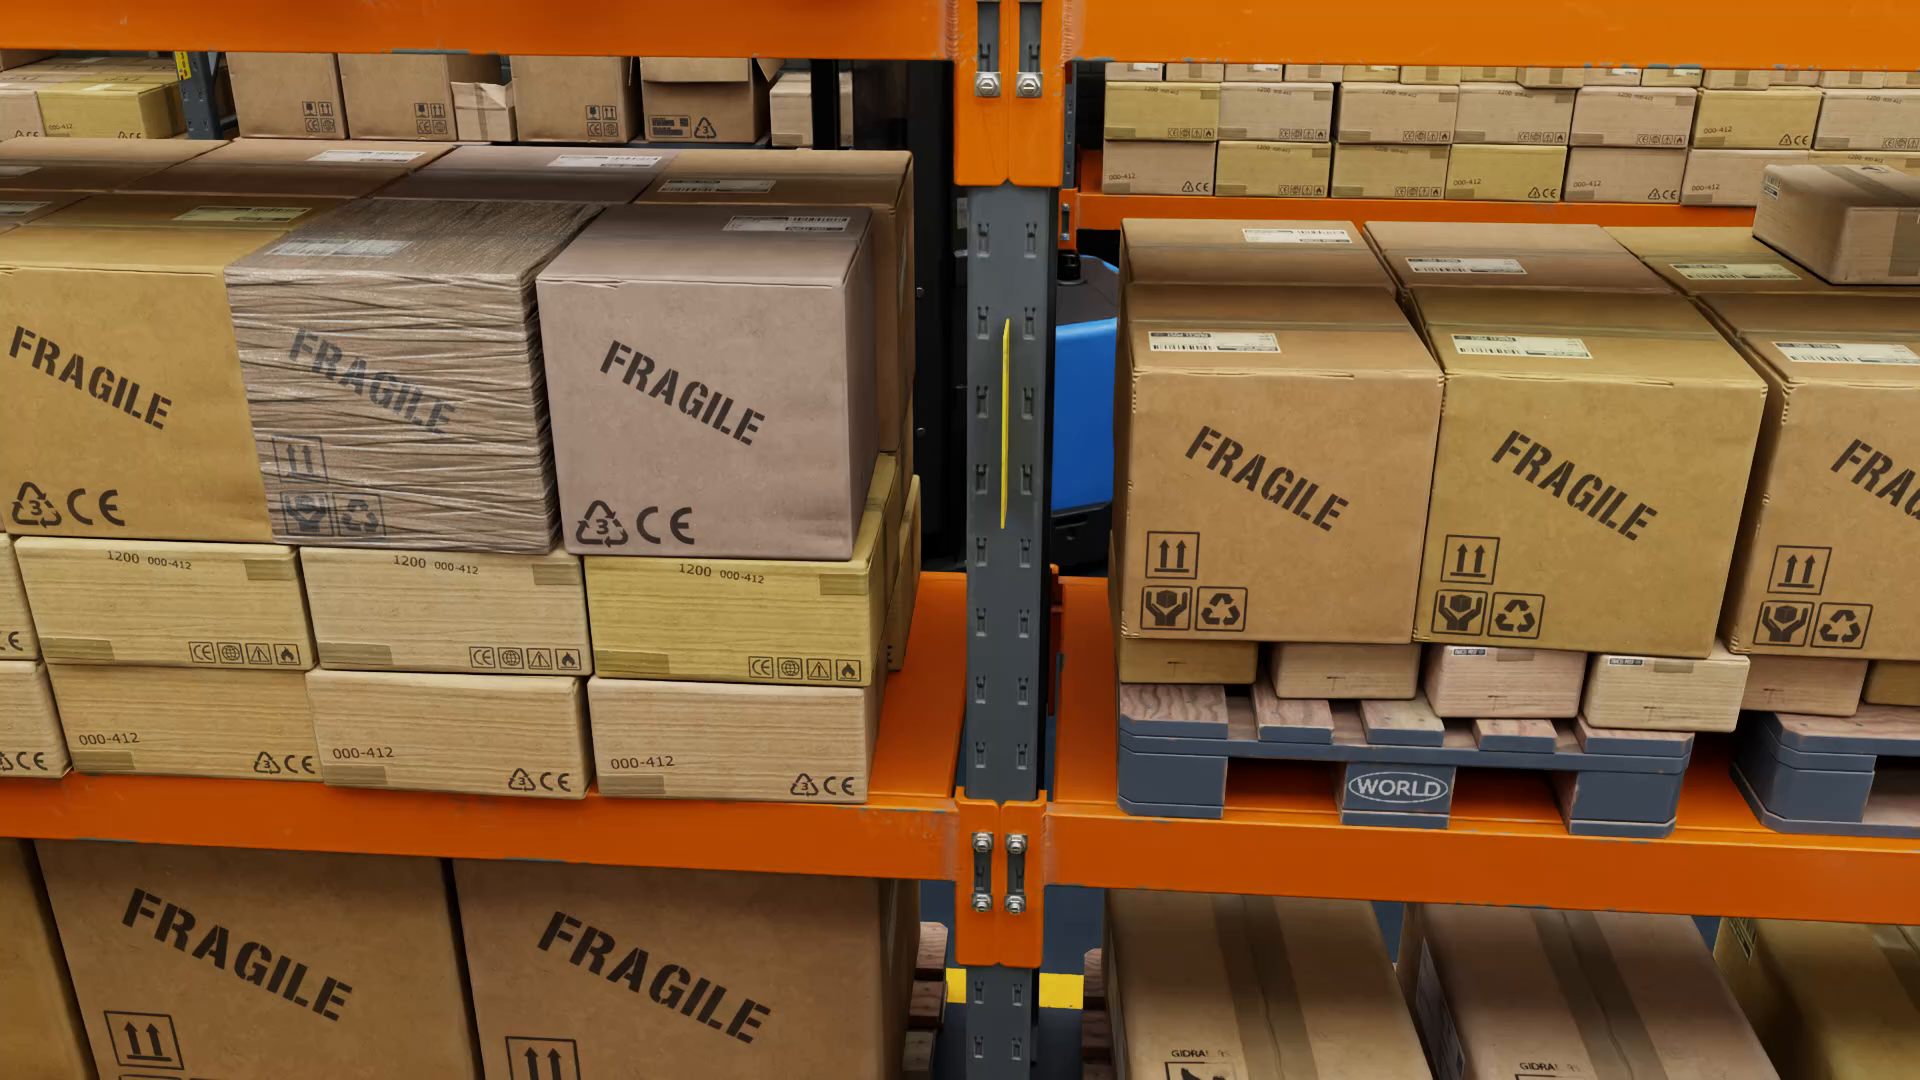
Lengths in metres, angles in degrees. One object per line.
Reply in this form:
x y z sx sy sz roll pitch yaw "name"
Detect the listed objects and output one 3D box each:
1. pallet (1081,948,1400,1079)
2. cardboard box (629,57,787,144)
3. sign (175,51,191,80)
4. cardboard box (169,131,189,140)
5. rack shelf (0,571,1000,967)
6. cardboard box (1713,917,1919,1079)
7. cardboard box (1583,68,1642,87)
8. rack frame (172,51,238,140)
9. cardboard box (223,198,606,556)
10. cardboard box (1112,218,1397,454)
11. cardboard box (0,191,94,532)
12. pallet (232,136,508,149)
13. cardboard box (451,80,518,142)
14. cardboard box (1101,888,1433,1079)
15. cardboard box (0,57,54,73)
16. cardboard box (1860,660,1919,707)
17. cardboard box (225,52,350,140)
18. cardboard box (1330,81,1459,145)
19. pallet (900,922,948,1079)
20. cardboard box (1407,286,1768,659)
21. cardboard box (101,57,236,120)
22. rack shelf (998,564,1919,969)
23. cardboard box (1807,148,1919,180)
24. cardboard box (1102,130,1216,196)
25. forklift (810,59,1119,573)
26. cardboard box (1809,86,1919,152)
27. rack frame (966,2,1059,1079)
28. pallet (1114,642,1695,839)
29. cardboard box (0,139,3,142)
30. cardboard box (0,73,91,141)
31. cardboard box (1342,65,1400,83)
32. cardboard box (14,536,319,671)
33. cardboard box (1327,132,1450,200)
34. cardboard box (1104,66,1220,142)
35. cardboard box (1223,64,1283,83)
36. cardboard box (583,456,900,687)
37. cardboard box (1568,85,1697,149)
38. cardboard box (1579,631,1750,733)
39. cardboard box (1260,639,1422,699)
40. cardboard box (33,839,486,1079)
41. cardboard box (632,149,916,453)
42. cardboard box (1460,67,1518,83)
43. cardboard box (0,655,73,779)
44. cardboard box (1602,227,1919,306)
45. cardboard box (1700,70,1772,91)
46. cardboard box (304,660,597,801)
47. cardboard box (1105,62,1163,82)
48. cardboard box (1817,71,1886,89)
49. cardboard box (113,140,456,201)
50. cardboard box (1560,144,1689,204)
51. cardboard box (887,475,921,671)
0.891 1.402 3.951 1.213 0.211 1.003 2 25 4 "pallet"
-1.153 -2.172 7.756 0.637 0.503 0.797 1 25 3 "cardboard box"
-3.534 -2.254 7.525 0.005 0.325 0.100 2 25 4 "sign"
-3.837 -1.878 8.044 0.250 0.149 0.380 2 25 5 "cardboard box"
-1.882 0.372 3.713 4.000 0.370 1.077 2 25 4 "rack shelf"
2.167 1.182 3.735 0.625 0.372 0.950 3 25 6 "cardboard box"
2.843 -2.118 7.370 0.250 0.149 0.380 2 25 4 "cardboard box"
-3.500 -2.087 8.198 0.127 3.000 1.000 2 25 4 "rack frame"
-0.936 -0.311 3.021 0.500 0.500 0.500 2 25 5 "cardboard box"
0.587 -0.363 3.473 0.500 0.500 0.500 1 25 2 "cardboard box"
-1.934 -0.349 3.103 0.500 0.500 0.500 1 25 3 "cardboard box"
-2.711 -1.929 8.084 1.213 0.211 1.003 2 25 4 "pallet"
-2.144 -2.013 7.694 0.258 0.266 0.396 3 25 7 "cardboard box"
0.675 1.135 3.837 0.625 0.372 0.950 0 25 0 "cardboard box"
-4.988 -2.313 8.512 0.500 0.250 0.500 2 25 5 "cardboard box"
1.774 0.157 3.118 0.250 0.149 0.380 3 25 6 "cardboard box"
-3.035 -2.215 7.853 0.500 0.500 0.700 2 25 5 "cardboard box"
1.932 -1.962 7.506 0.500 0.250 0.500 1 25 3 "cardboard box"
-0.668 1.320 4.130 1.213 0.211 1.003 2 25 4 "pallet"
1.063 -0.137 2.982 0.500 0.500 0.500 3 25 7 "cardboard box"
-3.973 -2.283 8.446 0.500 0.250 0.500 2 25 3 "cardboard box"
2.106 0.500 3.435 4.000 0.370 1.077 2 25 4 "rack shelf"
3.954 -1.670 7.471 0.500 0.250 0.500 2 25 5 "cardboard box"
0.912 -1.775 7.699 0.500 0.250 0.500 2 25 4 "cardboard box"
-0.578 -1.228 6.412 3.031 2.935 1.130 -10 27 -21 "forklift"
3.968 -1.900 7.371 0.500 0.250 0.500 1 25 3 "cardboard box"
0.112 0.110 3.424 0.127 3.000 1.000 2 25 4 "rack frame"
0.831 0.175 3.511 1.003 0.211 1.213 2 25 4 "pallet"
-2.391 -0.571 3.586 0.500 0.500 0.500 3 25 6 "cardboard box"
-4.527 -2.079 8.003 0.500 0.250 0.500 2 25 4 "cardboard box"
1.823 -2.162 7.465 0.250 0.149 0.380 2 25 5 "cardboard box"
-1.414 0.018 3.203 0.500 0.250 0.500 1 25 3 "cardboard box"
1.927 -1.743 7.630 0.500 0.250 0.500 1 25 2 "cardboard box"
0.910 -1.992 7.572 0.500 0.250 0.500 2 25 4 "cardboard box"
1.308 -2.161 7.462 0.250 0.149 0.380 3 25 5 "cardboard box"
-0.390 0.041 3.154 0.500 0.250 0.500 2 25 4 "cardboard box"
2.945 -1.932 7.441 0.500 0.250 0.500 2 25 5 "cardboard box"
1.243 0.189 3.049 0.250 0.149 0.380 2 25 4 "cardboard box"
0.701 0.144 3.147 0.250 0.149 0.380 0 25 1 "cardboard box"
-1.459 0.797 3.969 0.875 0.875 0.875 2 25 5 "cardboard box"
-0.361 -0.508 3.449 0.500 0.500 0.500 1 25 2 "cardboard box"
2.338 -2.162 7.464 0.250 0.149 0.380 2 25 4 "cardboard box"
-1.934 0.233 3.336 0.500 0.250 0.500 1 25 3 "cardboard box"
1.606 -0.335 3.413 0.500 0.500 0.500 0 25 0 "cardboard box"
3.348 -2.074 7.272 0.250 0.149 0.380 1 25 2 "cardboard box"
-0.923 0.260 3.276 0.500 0.250 0.500 2 25 5 "cardboard box"
0.784 -2.167 7.474 0.250 0.149 0.380 3 25 6 "cardboard box"
3.860 -2.091 7.309 0.250 0.149 0.380 1 25 3 "cardboard box"
-1.371 -0.543 3.525 0.500 0.500 0.500 3 25 5 "cardboard box"
2.960 -1.713 7.563 0.500 0.250 0.500 2 25 4 "cardboard box"
-0.357 0.057 3.717 0.500 0.250 0.500 1 25 3 "cardboard box"
